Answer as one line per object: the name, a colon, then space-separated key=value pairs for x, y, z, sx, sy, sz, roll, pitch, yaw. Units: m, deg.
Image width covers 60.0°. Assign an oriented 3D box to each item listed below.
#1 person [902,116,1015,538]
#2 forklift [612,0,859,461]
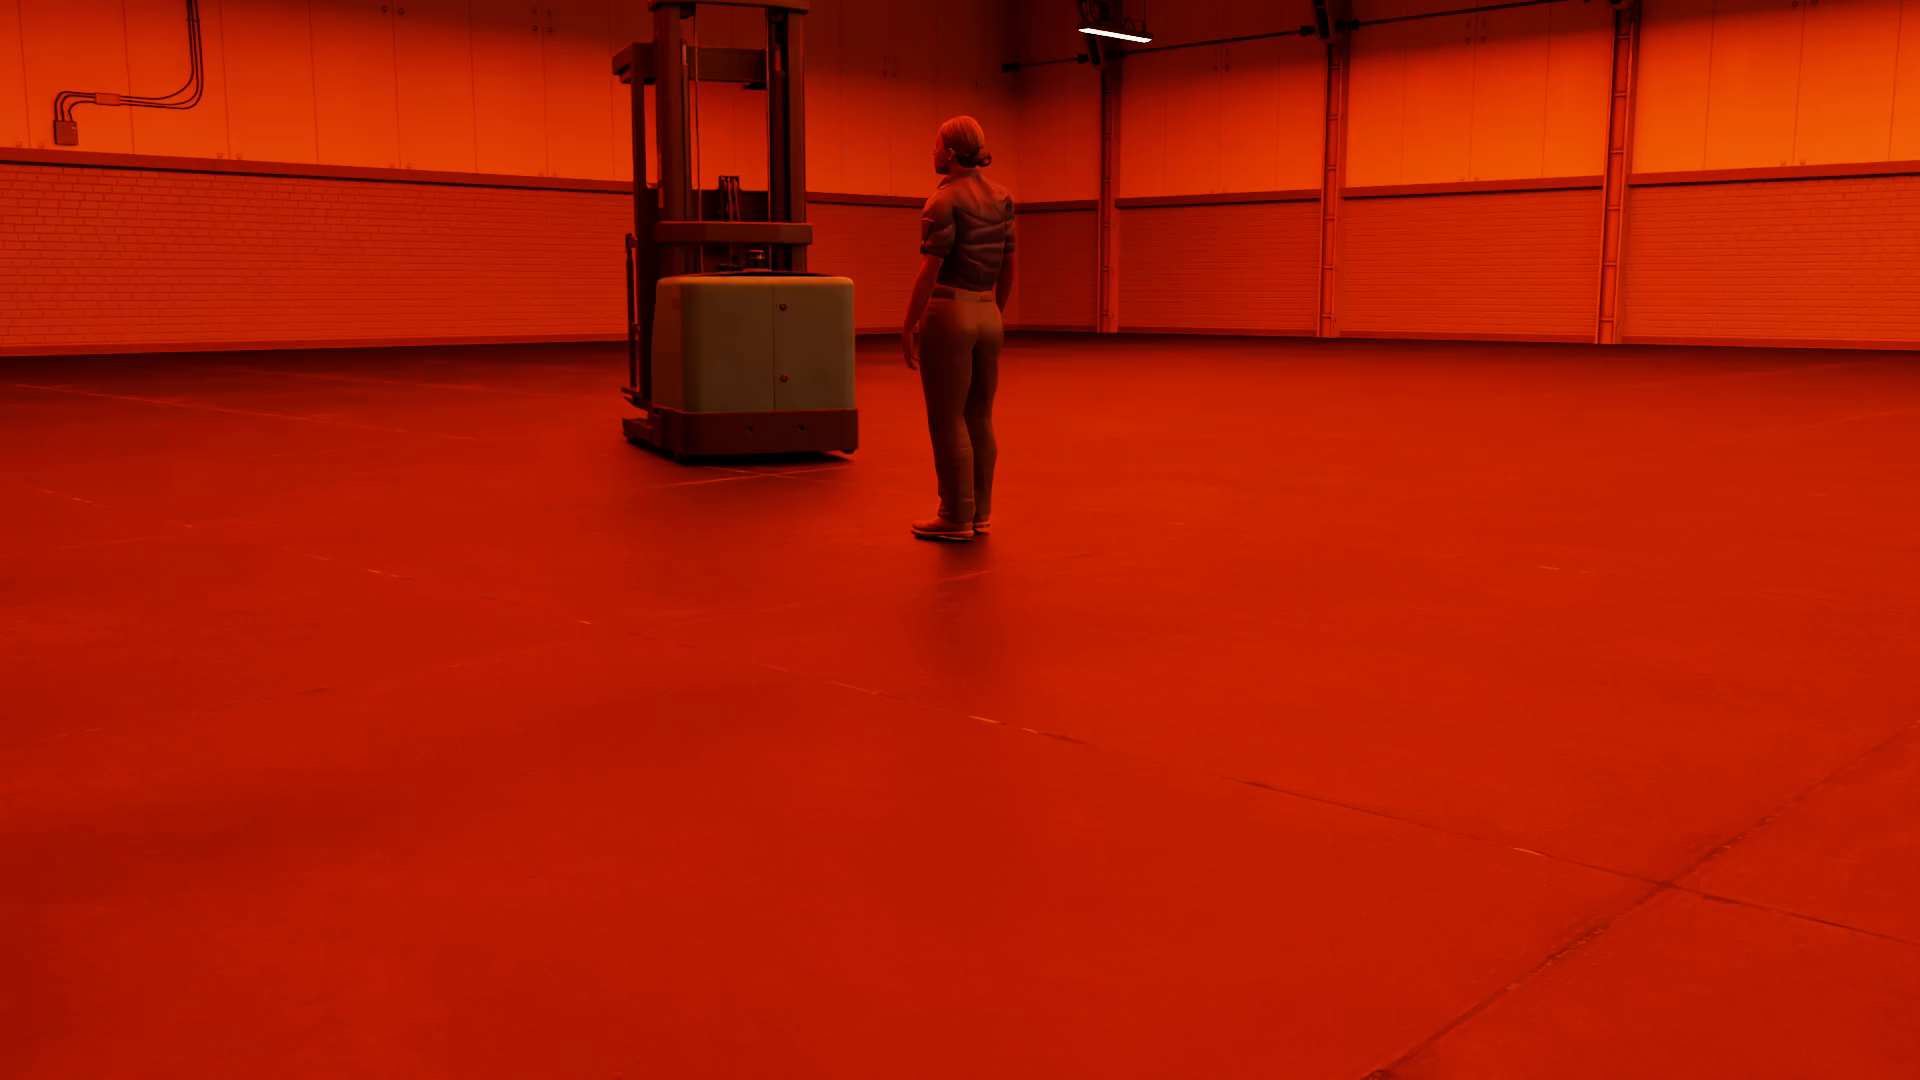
person: x=-0.049 y=-0.837 z=6.668 sx=0.503 sy=1.656 sz=0.569 roll=8 pitch=12 yaw=43
forklift: x=-1.600 y=-2.089 z=10.749 sx=1.130 sy=2.935 sz=3.031 roll=-3 pitch=9 yaw=-21
